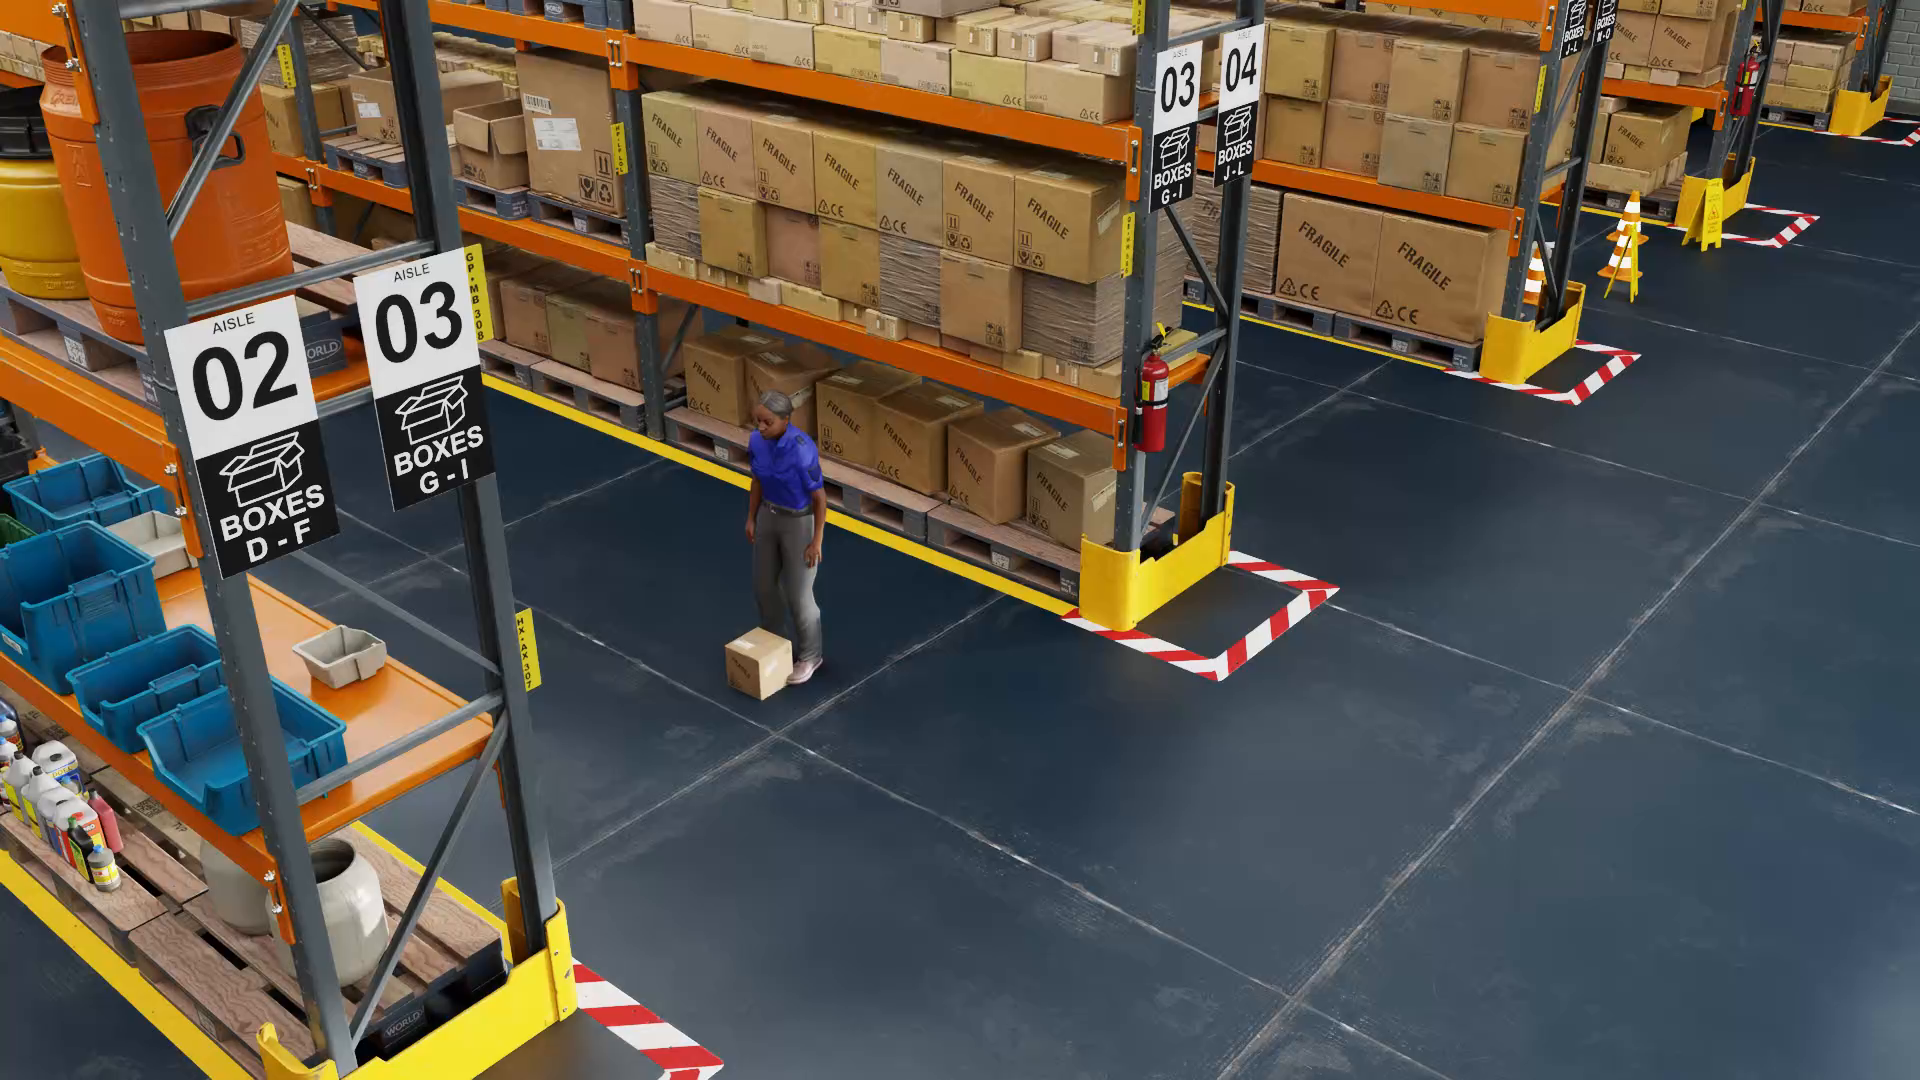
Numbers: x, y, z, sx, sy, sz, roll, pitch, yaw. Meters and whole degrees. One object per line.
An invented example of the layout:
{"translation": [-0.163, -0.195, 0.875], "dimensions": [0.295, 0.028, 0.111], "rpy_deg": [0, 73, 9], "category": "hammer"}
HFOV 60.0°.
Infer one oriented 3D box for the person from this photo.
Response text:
{"translation": [-0.927, -0.043, 8.723], "dimensions": [0.527, 1.639, 0.350], "rpy_deg": [19, 33, 31], "category": "person"}
